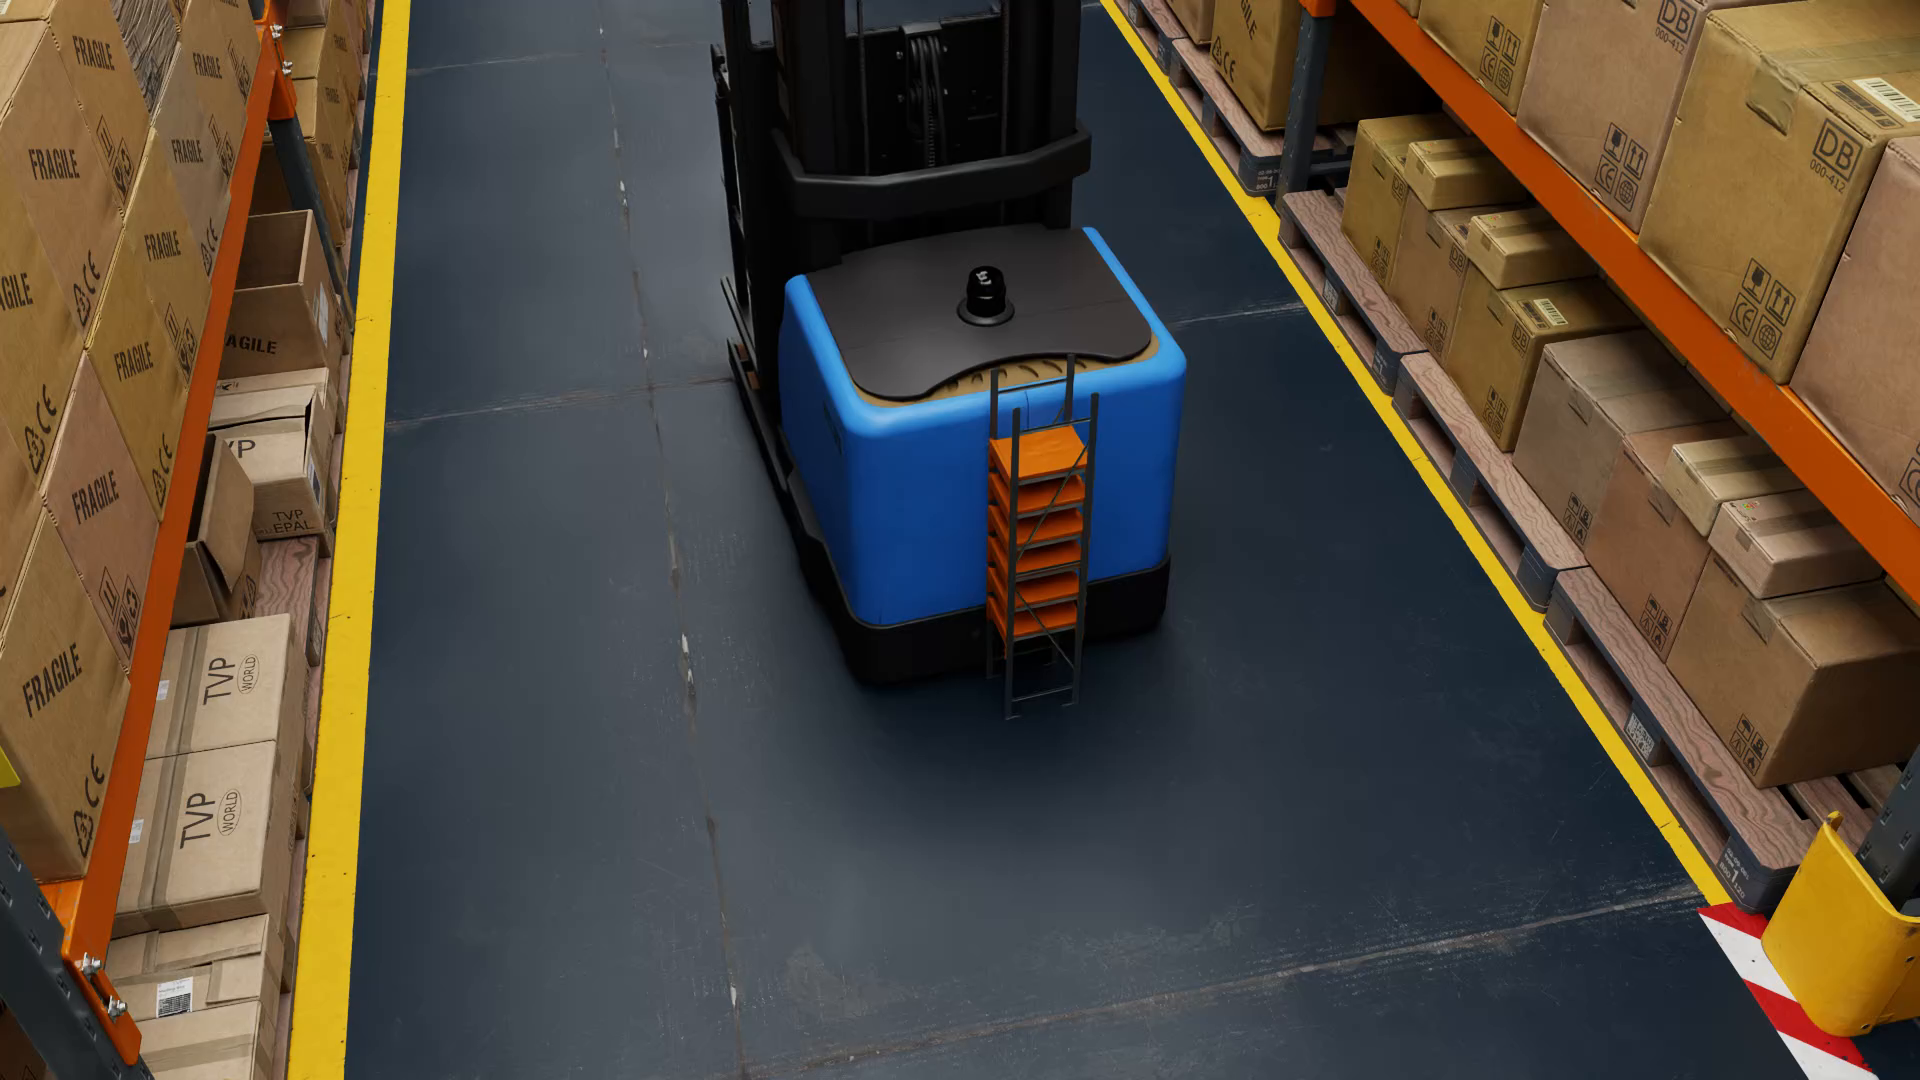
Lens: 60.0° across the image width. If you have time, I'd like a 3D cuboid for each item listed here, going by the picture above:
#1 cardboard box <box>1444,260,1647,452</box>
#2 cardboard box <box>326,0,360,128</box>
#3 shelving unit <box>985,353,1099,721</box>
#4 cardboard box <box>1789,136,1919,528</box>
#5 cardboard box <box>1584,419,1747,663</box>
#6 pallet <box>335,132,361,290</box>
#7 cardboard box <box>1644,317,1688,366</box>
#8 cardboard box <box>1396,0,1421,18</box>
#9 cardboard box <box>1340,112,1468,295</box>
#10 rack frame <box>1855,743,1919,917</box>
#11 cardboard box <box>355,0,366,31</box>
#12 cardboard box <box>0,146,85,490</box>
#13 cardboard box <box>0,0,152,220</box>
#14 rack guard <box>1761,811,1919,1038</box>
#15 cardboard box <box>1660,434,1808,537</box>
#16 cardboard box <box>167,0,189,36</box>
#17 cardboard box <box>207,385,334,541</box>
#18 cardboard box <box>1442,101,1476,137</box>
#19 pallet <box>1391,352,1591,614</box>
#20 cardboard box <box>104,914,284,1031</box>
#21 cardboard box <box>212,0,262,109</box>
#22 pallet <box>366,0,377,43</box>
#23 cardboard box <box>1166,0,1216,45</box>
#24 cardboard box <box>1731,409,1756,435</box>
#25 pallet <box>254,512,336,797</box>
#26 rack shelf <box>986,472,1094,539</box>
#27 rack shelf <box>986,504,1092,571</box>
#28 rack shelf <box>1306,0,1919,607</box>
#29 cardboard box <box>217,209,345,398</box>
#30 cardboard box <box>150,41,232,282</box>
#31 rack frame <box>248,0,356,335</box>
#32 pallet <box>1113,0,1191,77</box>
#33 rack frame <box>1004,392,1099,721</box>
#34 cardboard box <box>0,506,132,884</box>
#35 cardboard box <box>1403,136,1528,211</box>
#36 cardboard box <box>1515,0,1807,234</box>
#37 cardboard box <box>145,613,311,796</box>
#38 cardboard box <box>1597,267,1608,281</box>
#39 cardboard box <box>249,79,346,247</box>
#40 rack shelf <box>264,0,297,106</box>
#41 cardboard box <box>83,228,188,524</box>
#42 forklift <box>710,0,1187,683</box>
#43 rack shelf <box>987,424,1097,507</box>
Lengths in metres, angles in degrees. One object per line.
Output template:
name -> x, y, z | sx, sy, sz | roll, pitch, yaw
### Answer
cardboard box -> 2.175, -0.694, 5.839 | 0.700, 0.500, 0.500 | -7, 42, -8
cardboard box -> -3.029, -2.165, 7.481 | 0.500, 0.500, 0.500 | -8, 42, -9
shelving unit -> 0.225, 0.025, 4.818 | 0.258, 1.200, 0.189 | -12, 43, -13
cardboard box -> 2.643, -0.479, 3.804 | 0.980, 0.700, 0.700 | -7, 42, -7
cardboard box -> 2.406, -0.023, 5.083 | 0.700, 0.500, 0.500 | -8, 42, -9
pallet -> -3.149, -1.397, 7.165 | 1.003, 0.211, 1.213 | -8, 42, -9
cardboard box -> 2.461, -0.711, 5.369 | 0.380, 0.149, 0.250 | -8, 42, -9
cardboard box -> 2.001, -2.388, 5.955 | 0.980, 0.700, 0.700 | -8, 42, -9
cardboard box -> 1.961, -1.353, 6.581 | 0.700, 0.500, 0.500 | -8, 42, -9
rack frame -> 2.763, -0.037, 3.533 | 1.000, 3.000, 0.127 | -8, 42, -9
cardboard box -> -3.257, -2.832, 8.233 | 0.500, 0.500, 0.500 | -10, 43, -11
cardboard box -> -2.032, -0.400, 3.112 | 0.500, 0.500, 0.500 | -8, 42, -9
cardboard box -> -2.245, -1.054, 3.849 | 0.500, 0.500, 0.500 | -9, 42, -10
rack guard -> 2.768, 0.913, 4.345 | 1.175, 0.500, 0.348 | -8, 42, -9
cardboard box -> 2.253, -0.164, 4.753 | 0.380, 0.149, 0.250 | -7, 42, -8
cardboard box -> -2.461, -1.707, 4.585 | 0.500, 0.500, 0.500 | -9, 42, -10
cardboard box -> -2.375, -0.262, 5.480 | 0.500, 0.311, 0.500 | -8, 42, -9
cardboard box -> 2.124, -1.718, 6.504 | 0.380, 0.149, 0.250 | -9, 42, -10
pallet -> 2.254, -0.291, 5.919 | 1.003, 0.211, 1.213 | -8, 42, -9
cardboard box -> -1.882, 1.087, 4.068 | 0.380, 0.166, 0.250 | -8, 42, -9
cardboard box -> -2.578, -1.668, 5.294 | 0.500, 0.500, 0.500 | -8, 42, -9
pallet -> -3.676, -2.978, 8.946 | 1.003, 0.211, 1.213 | -8, 42, -9
cardboard box -> 1.438, -2.962, 8.130 | 0.750, 0.750, 0.750 | -7, 42, -8
cardboard box -> 2.573, -0.380, 4.996 | 0.380, 0.149, 0.250 | -8, 42, -9
pallet -> -2.522, 0.363, 5.183 | 1.003, 0.211, 1.213 | -8, 42, -9
rack shelf -> 0.225, -0.121, 4.688 | 0.258, 0.103, 0.180 | -12, 43, -13
rack shelf -> 0.225, -0.031, 4.768 | 0.258, 0.103, 0.180 | -12, 43, -13
rack shelf -> 2.331, -1.065, 5.232 | 1.077, 0.370, 4.000 | -8, 42, -9
cardboard box -> -2.537, -0.819, 5.965 | 0.500, 0.500, 0.500 | -8, 42, -9
cardboard box -> -2.352, -1.001, 4.543 | 0.500, 0.500, 0.500 | -7, 42, -8
rack frame -> -2.936, -1.918, 5.651 | 1.000, 3.000, 0.127 | -8, 42, -9
pallet -> 1.393, -2.869, 8.823 | 1.003, 0.211, 1.213 | -8, 42, -9
rack frame -> 0.252, 0.083, 4.752 | 0.240, 1.200, 0.006 | -12, 43, -13
cardboard box -> -1.911, 0.312, 3.064 | 0.500, 0.500, 0.500 | -8, 42, -8
cardboard box -> 1.857, -1.347, 6.086 | 0.380, 0.149, 0.250 | -7, 42, -8
cardboard box -> 2.320, -1.444, 4.891 | 0.980, 0.700, 0.700 | -10, 43, -11
cardboard box -> -2.129, 0.497, 4.670 | 0.500, 0.250, 0.500 | -8, 42, -9
cardboard box -> 2.350, -1.042, 5.742 | 0.380, 0.149, 0.250 | -8, 42, -9
cardboard box -> -2.803, -1.496, 6.727 | 0.500, 0.500, 0.500 | -10, 43, -11
rack shelf -> -3.368, -2.945, 7.350 | 1.077, 0.370, 4.000 | -8, 42, -9
cardboard box -> -2.133, -0.347, 3.806 | 0.500, 0.500, 0.500 | -8, 42, -9
forklift -> -0.257, -1.644, 5.394 | 1.130, 2.935, 3.031 | -12, 43, -13
rack shelf -> 0.225, -0.211, 4.608 | 0.258, 0.103, 0.180 | -12, 43, -13
